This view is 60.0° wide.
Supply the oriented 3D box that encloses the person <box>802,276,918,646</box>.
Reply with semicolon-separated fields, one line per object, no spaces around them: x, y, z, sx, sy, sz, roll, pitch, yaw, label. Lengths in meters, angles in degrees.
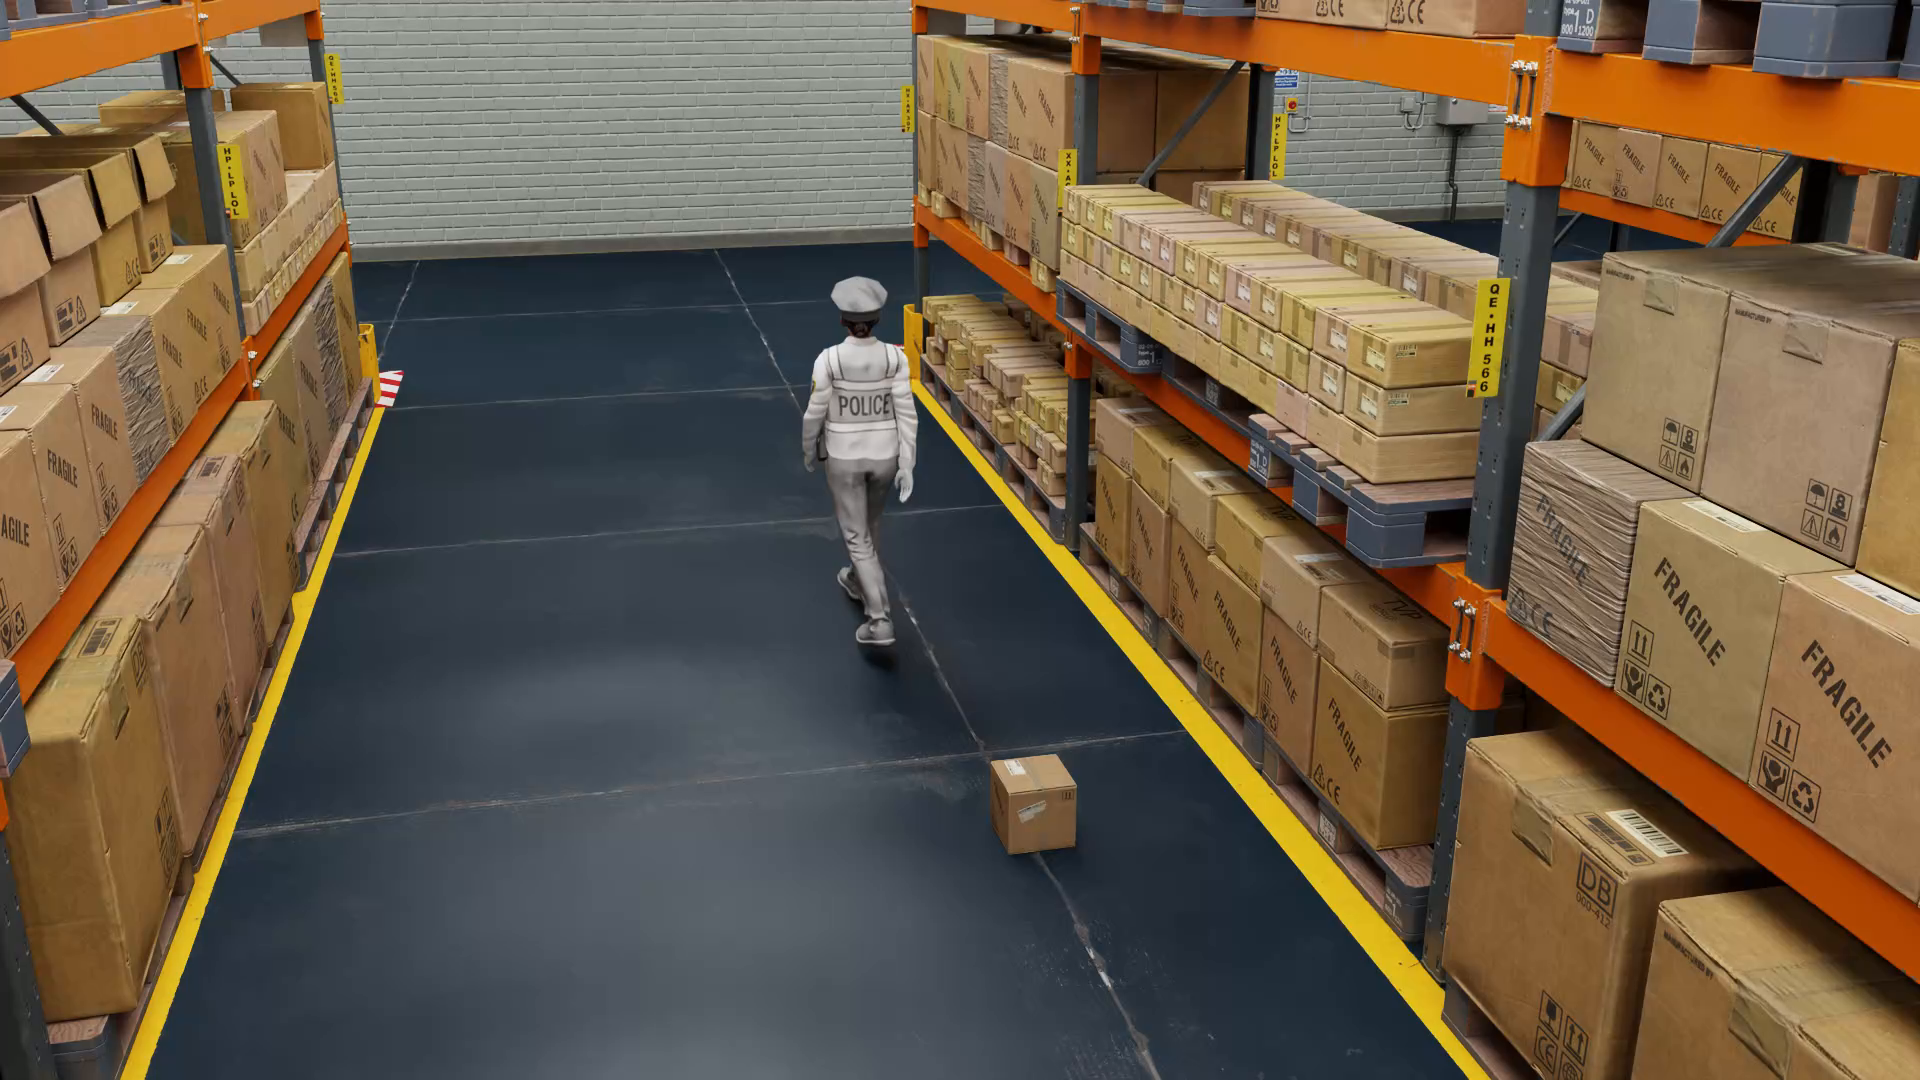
-0.470;-0.389;7.593;0.490;1.630;1.028;-8;21;-21;person
